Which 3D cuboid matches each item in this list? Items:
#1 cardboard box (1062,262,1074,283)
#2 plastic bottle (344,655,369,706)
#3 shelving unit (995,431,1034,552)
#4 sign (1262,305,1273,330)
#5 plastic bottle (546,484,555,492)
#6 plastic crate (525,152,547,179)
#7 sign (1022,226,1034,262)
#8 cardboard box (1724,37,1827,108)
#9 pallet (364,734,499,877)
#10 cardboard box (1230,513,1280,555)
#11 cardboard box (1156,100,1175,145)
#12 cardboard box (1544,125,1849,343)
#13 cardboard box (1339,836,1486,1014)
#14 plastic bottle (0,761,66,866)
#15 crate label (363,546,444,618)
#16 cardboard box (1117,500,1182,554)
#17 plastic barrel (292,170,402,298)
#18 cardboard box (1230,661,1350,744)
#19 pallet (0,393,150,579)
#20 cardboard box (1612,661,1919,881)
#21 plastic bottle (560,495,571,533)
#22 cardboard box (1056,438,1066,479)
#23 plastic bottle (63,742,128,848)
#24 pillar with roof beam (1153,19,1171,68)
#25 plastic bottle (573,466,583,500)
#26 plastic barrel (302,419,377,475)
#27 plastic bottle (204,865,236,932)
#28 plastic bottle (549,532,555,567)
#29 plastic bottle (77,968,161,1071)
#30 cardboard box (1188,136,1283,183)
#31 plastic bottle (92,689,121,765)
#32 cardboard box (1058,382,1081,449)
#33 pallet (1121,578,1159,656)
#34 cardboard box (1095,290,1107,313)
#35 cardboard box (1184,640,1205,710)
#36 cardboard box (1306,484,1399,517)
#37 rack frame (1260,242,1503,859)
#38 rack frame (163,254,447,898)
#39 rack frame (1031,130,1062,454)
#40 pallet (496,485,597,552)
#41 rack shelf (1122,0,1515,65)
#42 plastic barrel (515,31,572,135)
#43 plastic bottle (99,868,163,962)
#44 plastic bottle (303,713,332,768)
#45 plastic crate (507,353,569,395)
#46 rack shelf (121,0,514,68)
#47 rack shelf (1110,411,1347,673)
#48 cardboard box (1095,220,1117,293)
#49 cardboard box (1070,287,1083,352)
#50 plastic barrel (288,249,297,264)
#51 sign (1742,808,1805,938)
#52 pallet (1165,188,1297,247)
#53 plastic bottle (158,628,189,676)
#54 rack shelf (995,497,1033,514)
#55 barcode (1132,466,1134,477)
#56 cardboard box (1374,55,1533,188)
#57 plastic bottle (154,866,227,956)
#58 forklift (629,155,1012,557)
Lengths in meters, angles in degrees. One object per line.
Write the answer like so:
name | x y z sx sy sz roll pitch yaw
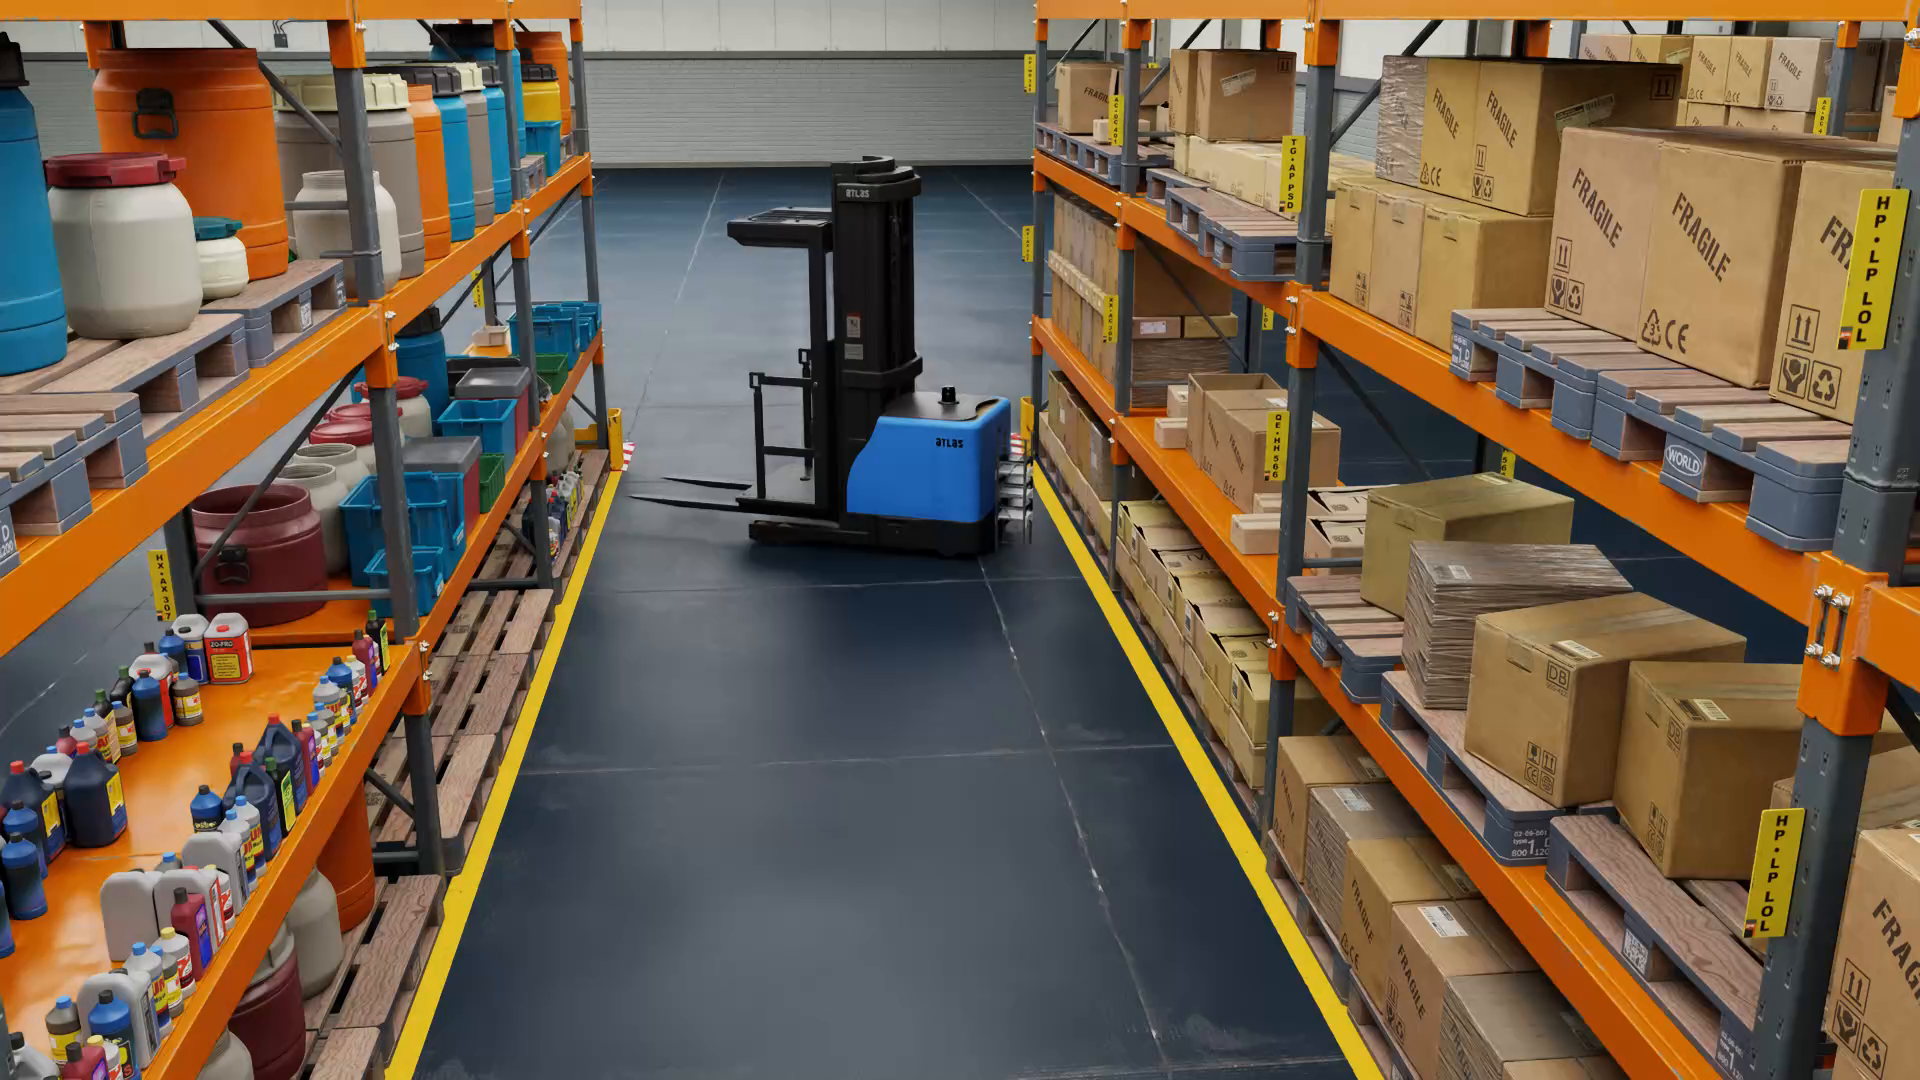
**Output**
cardboard box | 1.079 -2.283 14.190 0.380 0.149 0.250 -2 18 -6
plastic bottle | -2.444 0.564 6.704 0.097 0.201 0.097 0 17 0
shelving unit | 0.421 -0.375 12.868 0.258 0.900 0.210 5 18 16
sign | 2.126 -1.620 11.528 0.100 0.325 0.005 -2 18 -6
plastic bottle | -3.236 -0.340 13.189 0.097 0.201 0.097 0 17 0
plastic crate | -3.232 -2.742 12.249 0.336 0.188 0.450 -2 18 -6
sign | 0.622 -2.713 15.232 0.100 0.325 0.005 -2 18 -6
cardboard box | 6.125 -3.510 12.471 0.500 0.500 0.500 -1 17 -3
pallet | -2.969 1.357 8.504 1.003 0.211 1.213 -2 18 -6
cardboard box | 1.632 -0.033 8.695 0.380 0.149 0.250 -2 18 -6
cardboard box | 1.742 -3.060 12.123 0.500 0.311 0.500 -3 18 -9
cardboard box | 2.293 -0.979 5.243 0.600 0.600 0.600 -2 18 -8
cardboard box | 1.869 1.539 6.706 0.500 0.500 0.500 -2 18 -6
plastic bottle | -3.049 0.882 5.444 0.144 0.351 0.185 -2 18 -6
crate label | -2.598 0.201 7.809 0.303 0.233 0.416 -2 18 -6
cardboard box | 1.382 -0.111 11.475 0.500 0.311 0.500 -2 18 -5
plastic barrel | -2.655 -1.328 7.206 0.421 0.512 0.421 0 17 0
cardboard box | 1.701 0.802 8.569 0.500 0.311 0.500 -1 17 -4
pallet | -2.693 -0.122 3.864 1.213 0.211 1.003 -2 18 -6
cardboard box | 2.452 0.699 5.075 0.700 0.500 0.500 1 17 3
plastic bottle | -3.006 -0.207 12.631 0.061 0.283 0.133 -1 17 -3
cardboard box | 1.115 -0.701 14.292 0.500 0.250 0.500 -2 18 -6
plastic bottle | -2.912 0.837 5.586 0.144 0.351 0.185 -2 18 -6
pillar with roof beam | 0.277 -12.129 36.788 9.100 9.000 0.400 -2 18 -6
plastic bottle | -3.097 -0.471 13.471 0.061 0.283 0.133 -1 17 -4
plastic barrel | -3.339 -0.359 9.086 0.433 0.535 0.433 0 17 0
plastic bottle | -2.264 1.084 5.049 0.097 0.201 0.097 0 17 0
plastic bottle | -2.937 0.050 11.831 0.097 0.271 0.097 0 17 0
plastic bottle | -2.222 1.250 4.393 0.152 0.276 0.135 -2 18 -6
cardboard box | 1.700 -2.298 10.030 0.500 0.250 0.500 -3 18 -11
plastic bottle | -3.165 0.701 6.132 0.061 0.283 0.133 -2 18 -6
cardboard box | 1.126 -1.059 14.181 0.500 0.500 0.500 -2 18 -6
pallet | 1.702 0.463 11.349 1.003 0.211 1.213 -2 18 -6
cardboard box | 1.243 -1.820 12.717 0.380 0.149 0.250 -2 18 -6
cardboard box | 1.597 0.765 9.621 0.500 0.250 0.500 -1 17 -4
cardboard box | 2.100 -0.124 8.712 0.500 0.311 0.500 -2 18 -6
rack frame | 2.000 0.106 7.831 1.000 3.000 0.127 -2 18 -6
rack frame | -2.928 0.258 7.347 1.000 3.000 0.127 -2 18 -6
rack frame | 1.174 -2.277 15.423 1.000 3.000 0.127 -2 18 -6
pallet | -3.497 -0.169 13.362 1.003 0.211 1.213 -2 18 -6
rack shelf | 1.793 -2.818 8.998 1.077 0.370 4.000 -2 18 -6
plastic barrel | -3.576 -3.821 13.914 0.600 0.830 0.708 -2 18 -6
plastic bottle | -2.431 1.088 4.910 0.152 0.276 0.135 -2 18 -6
plastic bottle | -2.384 0.738 6.150 0.097 0.201 0.097 0 17 0
plastic crate | -3.200 -1.246 12.491 0.450 0.188 0.662 -2 18 -6
rack shelf | -3.134 -2.666 8.514 1.077 0.370 4.000 -2 18 -6
rack shelf | 1.793 -0.146 9.836 1.077 0.370 4.000 -2 18 -6
cardboard box | 1.431 -2.184 12.793 0.700 0.500 0.500 -2 18 -6
cardboard box | 1.314 -1.881 13.994 0.700 0.500 0.500 -2 18 -5
plastic barrel | -3.004 -1.171 7.150 0.294 0.245 0.294 0 17 0
sign | 1.861 0.764 3.803 0.100 0.325 0.005 -2 18 -6
pallet | 1.722 -1.767 9.106 1.003 0.211 1.213 -1 17 -3
plastic bottle | -3.220 0.494 6.811 0.097 0.271 0.097 0 17 0
rack shelf | 0.420 -0.258 12.905 0.258 0.077 0.200 5 18 16
barcode | 1.199 -0.472 11.508 0.001 0.075 0.075 -2 18 -6
cardboard box | 2.038 -1.719 6.802 0.500 0.500 0.500 -2 18 -6
plastic bottle | -2.279 1.084 4.925 0.152 0.276 0.135 -2 18 -6
forklift | -1.156 -1.504 13.073 3.031 2.935 1.130 5 18 16
